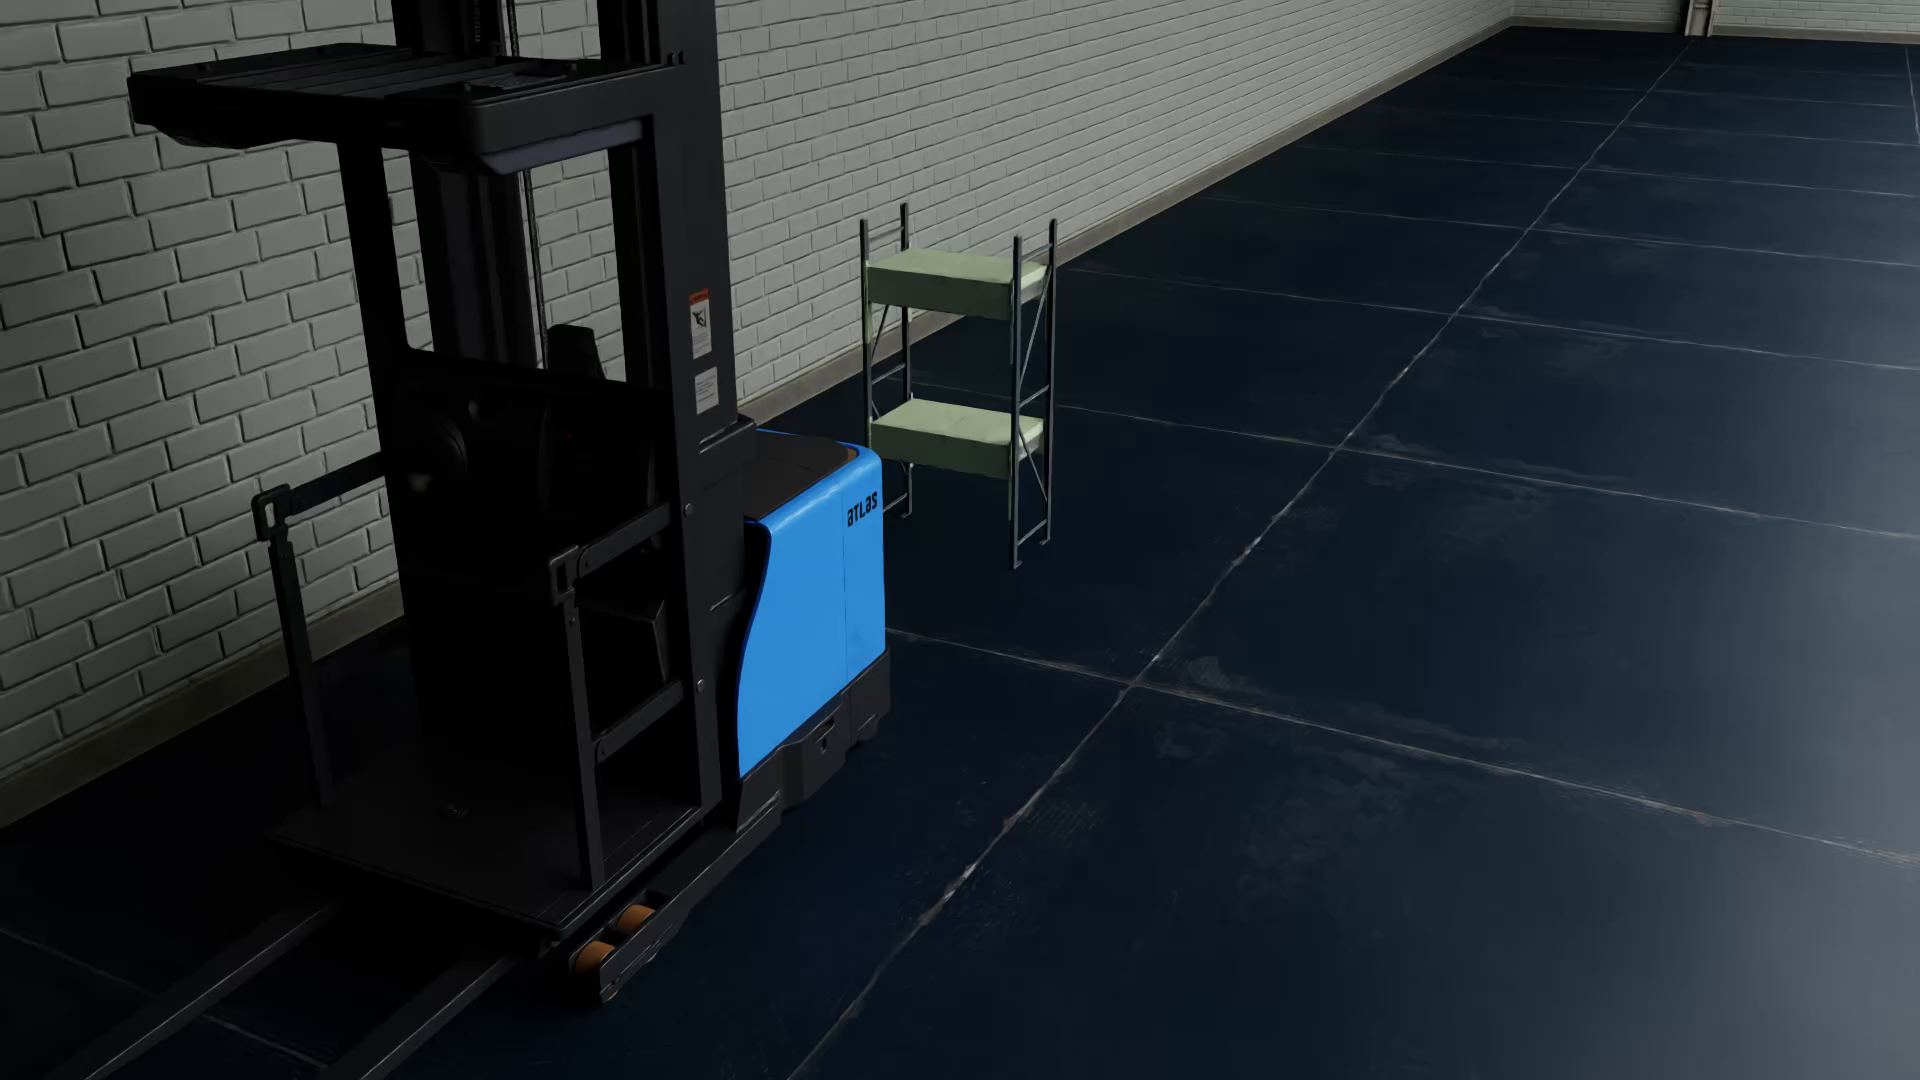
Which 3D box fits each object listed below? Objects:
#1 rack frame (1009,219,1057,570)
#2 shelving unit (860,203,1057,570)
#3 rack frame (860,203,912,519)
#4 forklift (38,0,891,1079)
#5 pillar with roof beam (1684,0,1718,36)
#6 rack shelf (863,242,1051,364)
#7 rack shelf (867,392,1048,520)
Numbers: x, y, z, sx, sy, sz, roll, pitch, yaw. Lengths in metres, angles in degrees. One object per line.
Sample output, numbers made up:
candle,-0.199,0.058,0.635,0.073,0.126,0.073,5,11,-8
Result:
rack frame,0.321,-0.627,7.307,0.023,1.500,0.400,11,25,25
shelving unit,-0.006,-0.691,7.459,0.755,1.500,0.431,11,25,25
rack frame,-0.333,-0.756,7.611,0.023,1.500,0.400,11,25,25
forklift,-1.344,-0.242,4.573,1.130,2.935,3.031,11,25,23
pillar with roof beam,10.091,-10.875,21.823,0.400,9.000,9.100,11,25,25
rack shelf,-0.006,-1.050,7.307,0.720,0.370,0.431,11,25,25
rack shelf,-0.006,-0.391,7.587,0.720,0.370,0.431,11,25,25
